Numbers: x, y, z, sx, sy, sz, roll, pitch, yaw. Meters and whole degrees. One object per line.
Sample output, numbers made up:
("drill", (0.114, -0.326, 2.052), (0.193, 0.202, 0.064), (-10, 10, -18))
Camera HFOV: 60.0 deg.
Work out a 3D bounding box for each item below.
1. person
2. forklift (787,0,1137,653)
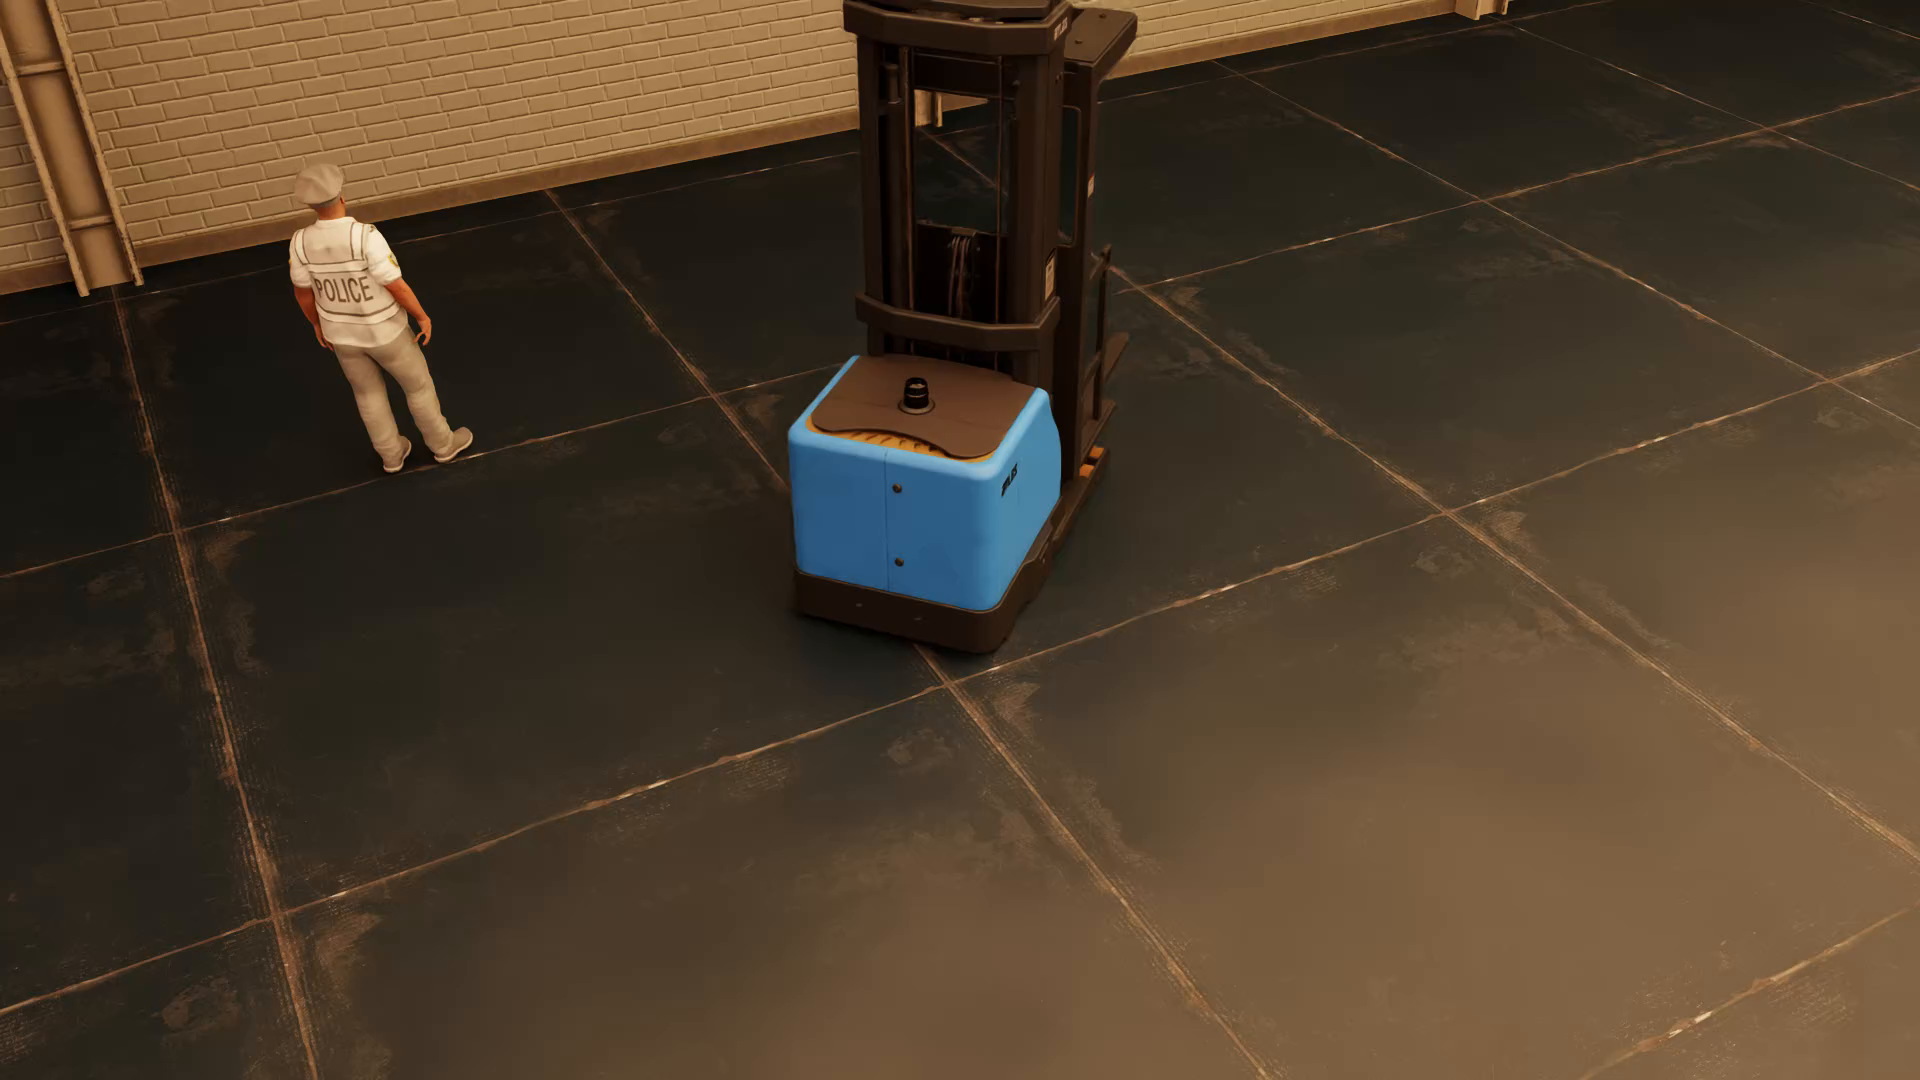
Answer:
("person", (-3.091, -1.172, 8.764), (0.638, 1.781, 0.577), (2, 35, 2))
("forklift", (0.183, -1.515, 8.266), (1.130, 2.935, 3.031), (12, 37, 16))
